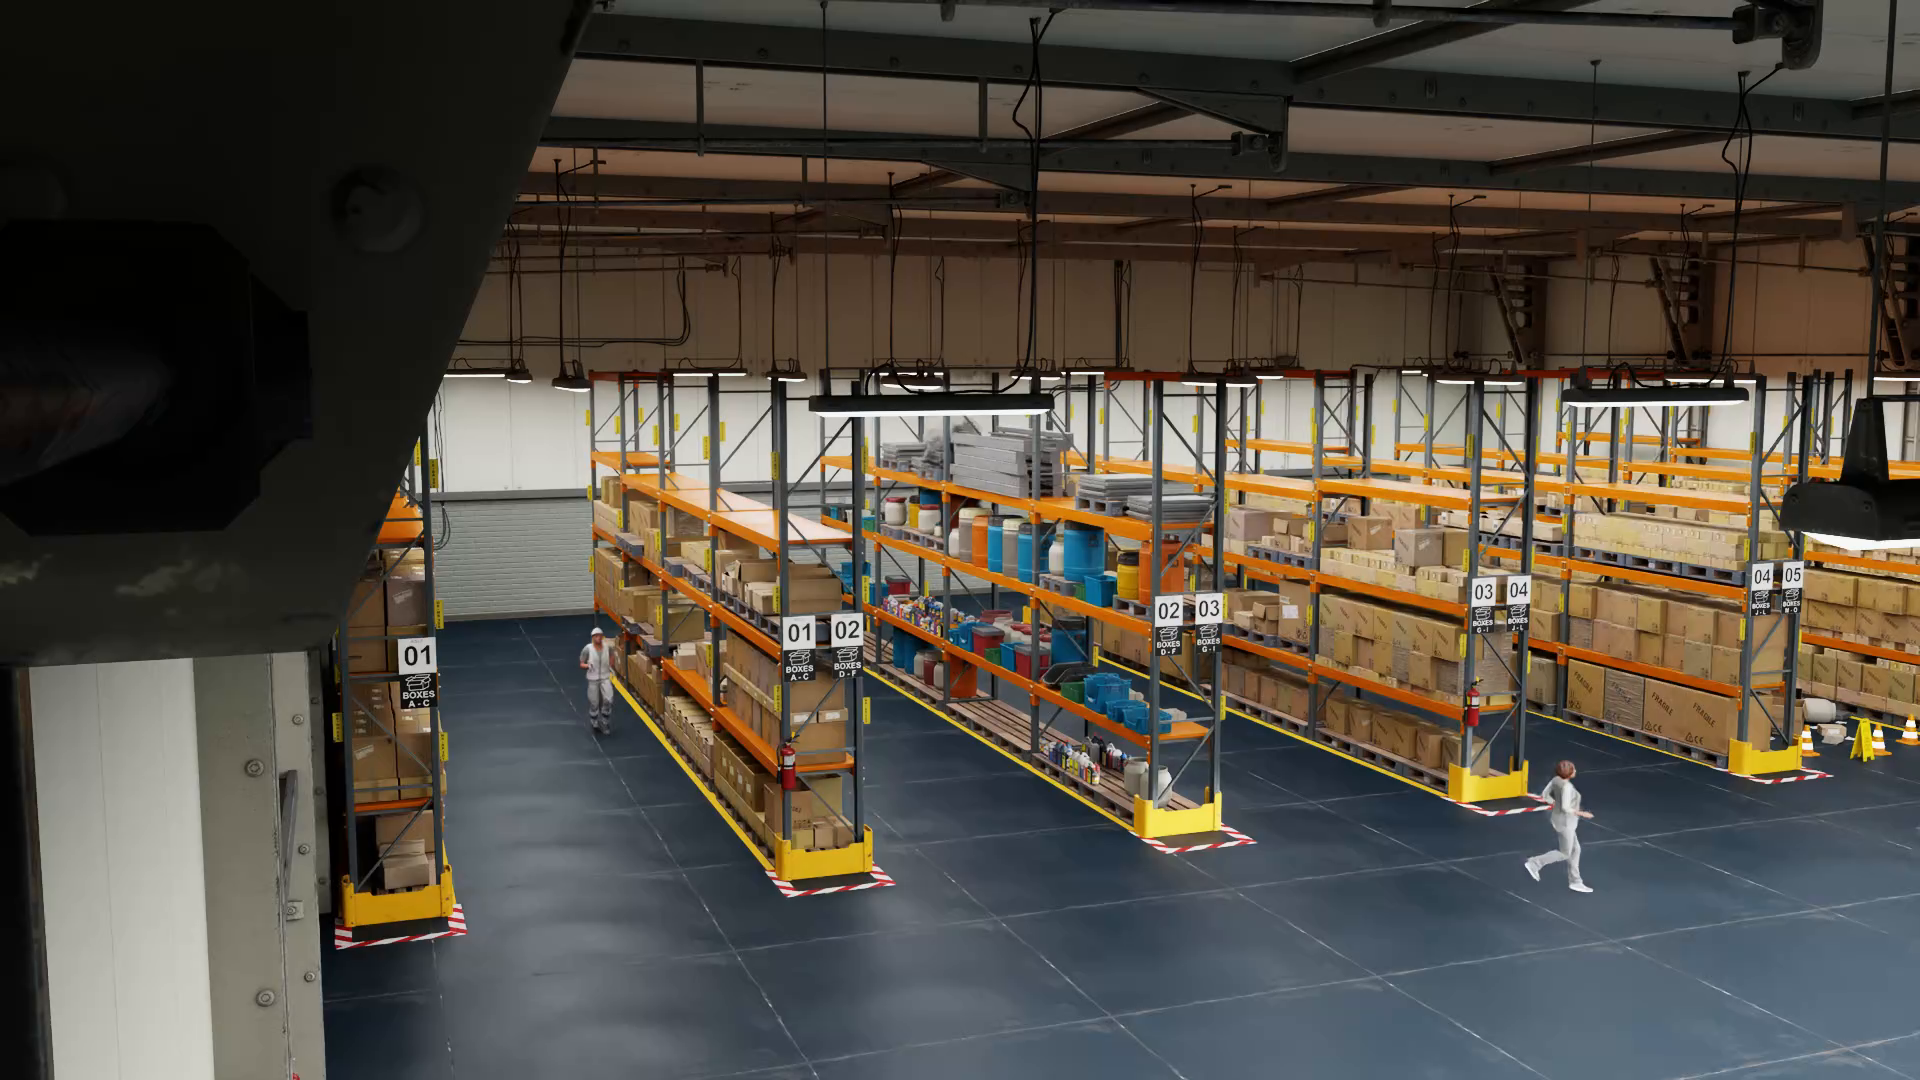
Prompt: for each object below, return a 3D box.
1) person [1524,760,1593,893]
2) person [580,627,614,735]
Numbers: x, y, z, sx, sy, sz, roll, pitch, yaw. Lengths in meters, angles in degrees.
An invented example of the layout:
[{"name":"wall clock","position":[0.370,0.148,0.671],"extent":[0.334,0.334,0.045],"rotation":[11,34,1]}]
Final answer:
[{"name":"person","position":[7.066,3.372,19.586],"extent":[0.812,1.596,0.506],"rotation":[0,6,4]},{"name":"person","position":[-6.045,2.355,27.815],"extent":[0.608,1.816,0.636],"rotation":[-2,7,-20]}]
